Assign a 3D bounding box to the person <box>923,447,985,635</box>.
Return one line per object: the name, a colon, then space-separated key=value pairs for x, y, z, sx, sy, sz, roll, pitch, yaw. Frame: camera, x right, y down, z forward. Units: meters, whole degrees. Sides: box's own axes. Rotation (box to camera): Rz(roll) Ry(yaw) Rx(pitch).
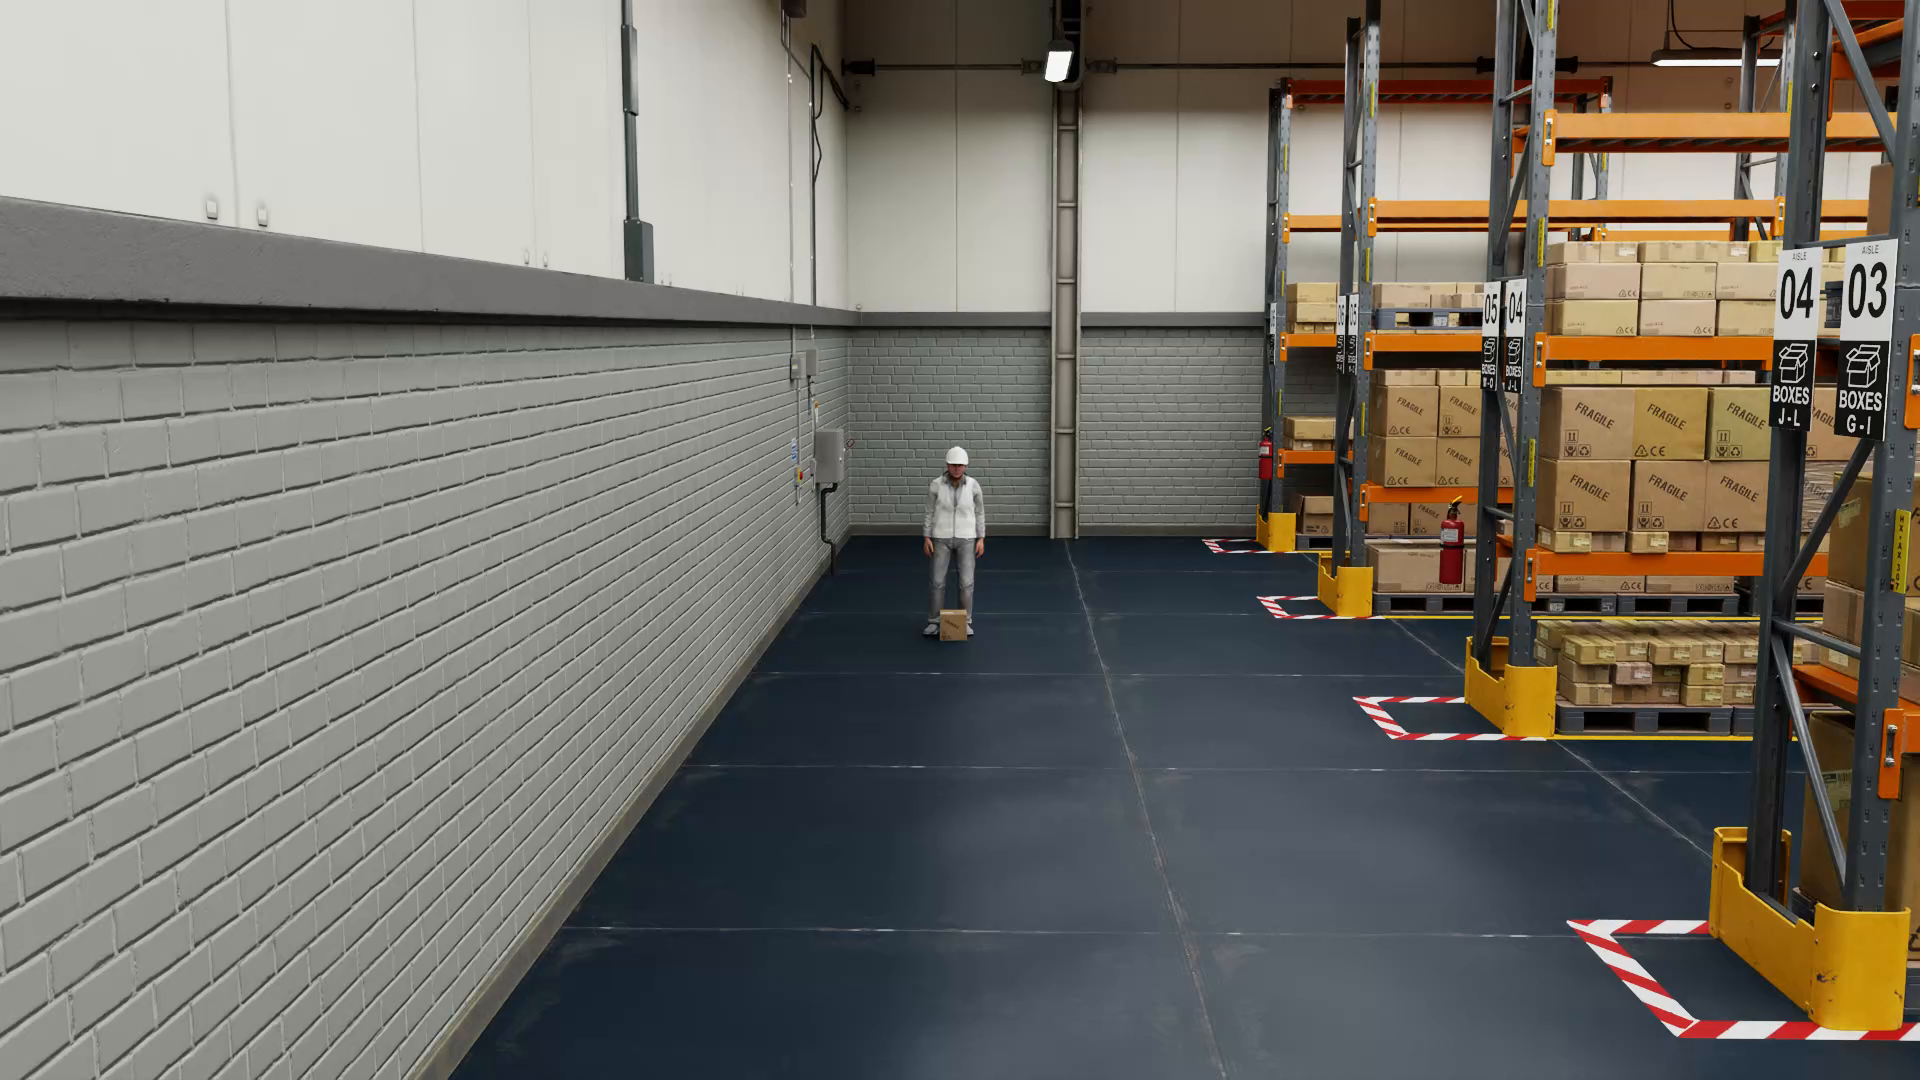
person: x=-0.058 y=0.005 z=15.622 sx=0.594 sy=1.771 sz=0.462 roll=0 pitch=7 yaw=-2
